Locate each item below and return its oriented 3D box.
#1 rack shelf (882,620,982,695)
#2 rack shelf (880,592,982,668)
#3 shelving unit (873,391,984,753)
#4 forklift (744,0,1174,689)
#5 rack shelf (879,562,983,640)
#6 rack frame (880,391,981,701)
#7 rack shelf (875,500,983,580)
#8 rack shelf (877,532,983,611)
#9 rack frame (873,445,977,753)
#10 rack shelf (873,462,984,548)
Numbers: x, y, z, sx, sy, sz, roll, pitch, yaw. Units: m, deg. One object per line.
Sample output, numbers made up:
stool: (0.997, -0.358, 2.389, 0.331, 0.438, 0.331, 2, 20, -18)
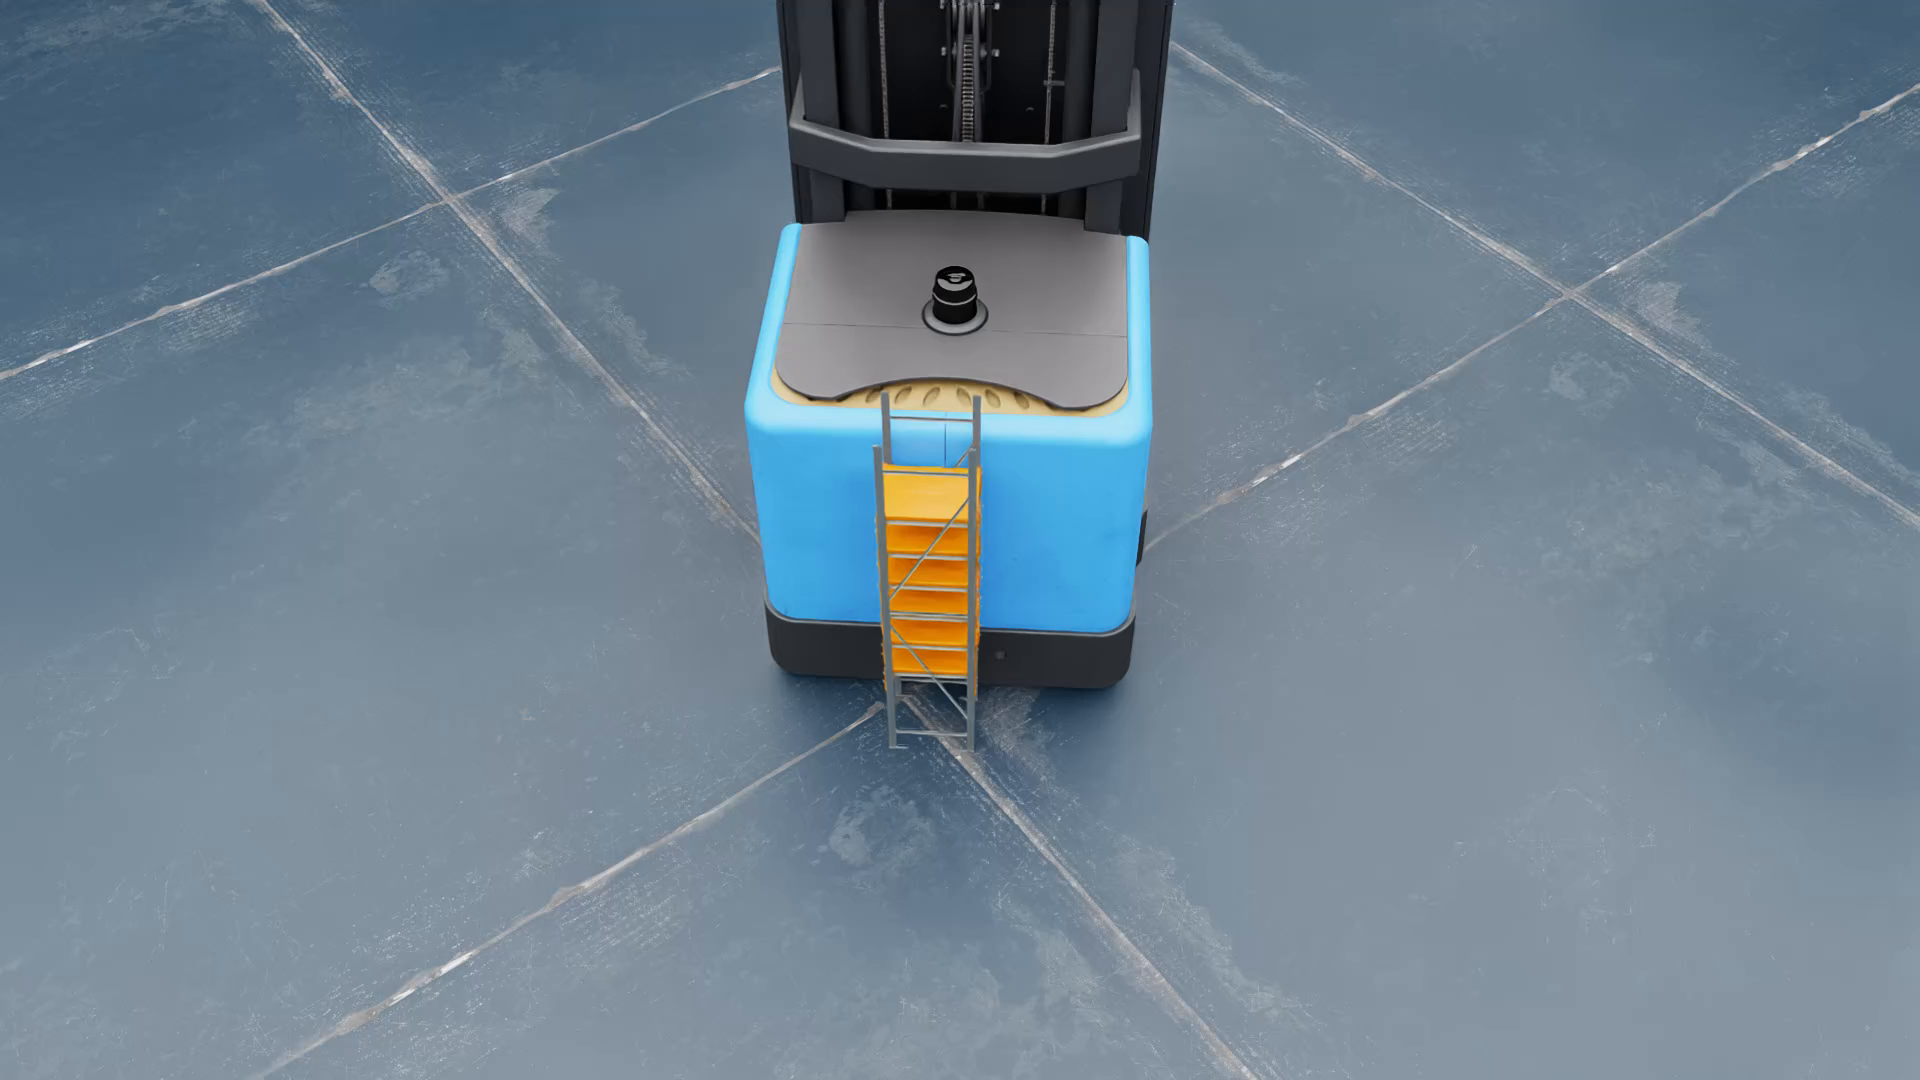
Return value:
rack shelf: (-0.075, 0.316, 4.538, 0.258, 0.103, 0.180, 3, 48, 2)
rack shelf: (-0.075, 0.235, 4.449, 0.258, 0.103, 0.180, 3, 48, 2)
shelving unit: (-0.075, 0.125, 4.327, 0.258, 1.200, 0.189, 3, 48, 2)
forklift: (0.054, -1.648, 4.766, 1.130, 2.935, 3.031, 3, 48, 2)
rack shelf: (-0.075, 0.154, 4.360, 0.258, 0.103, 0.180, 3, 48, 2)
rack frame: (-0.069, 0.057, 4.389, 0.240, 1.200, 0.006, 3, 48, 2)
rack shelf: (-0.075, -0.007, 4.182, 0.258, 0.103, 0.180, 3, 48, 2)
rack shelf: (-0.075, 0.074, 4.271, 0.258, 0.103, 0.180, 3, 48, 2)
rack frame: (-0.080, 0.192, 4.266, 0.240, 1.200, 0.006, 3, 48, 2)
rack shelf: (-0.075, -0.087, 4.093, 0.258, 0.103, 0.180, 3, 48, 2)
